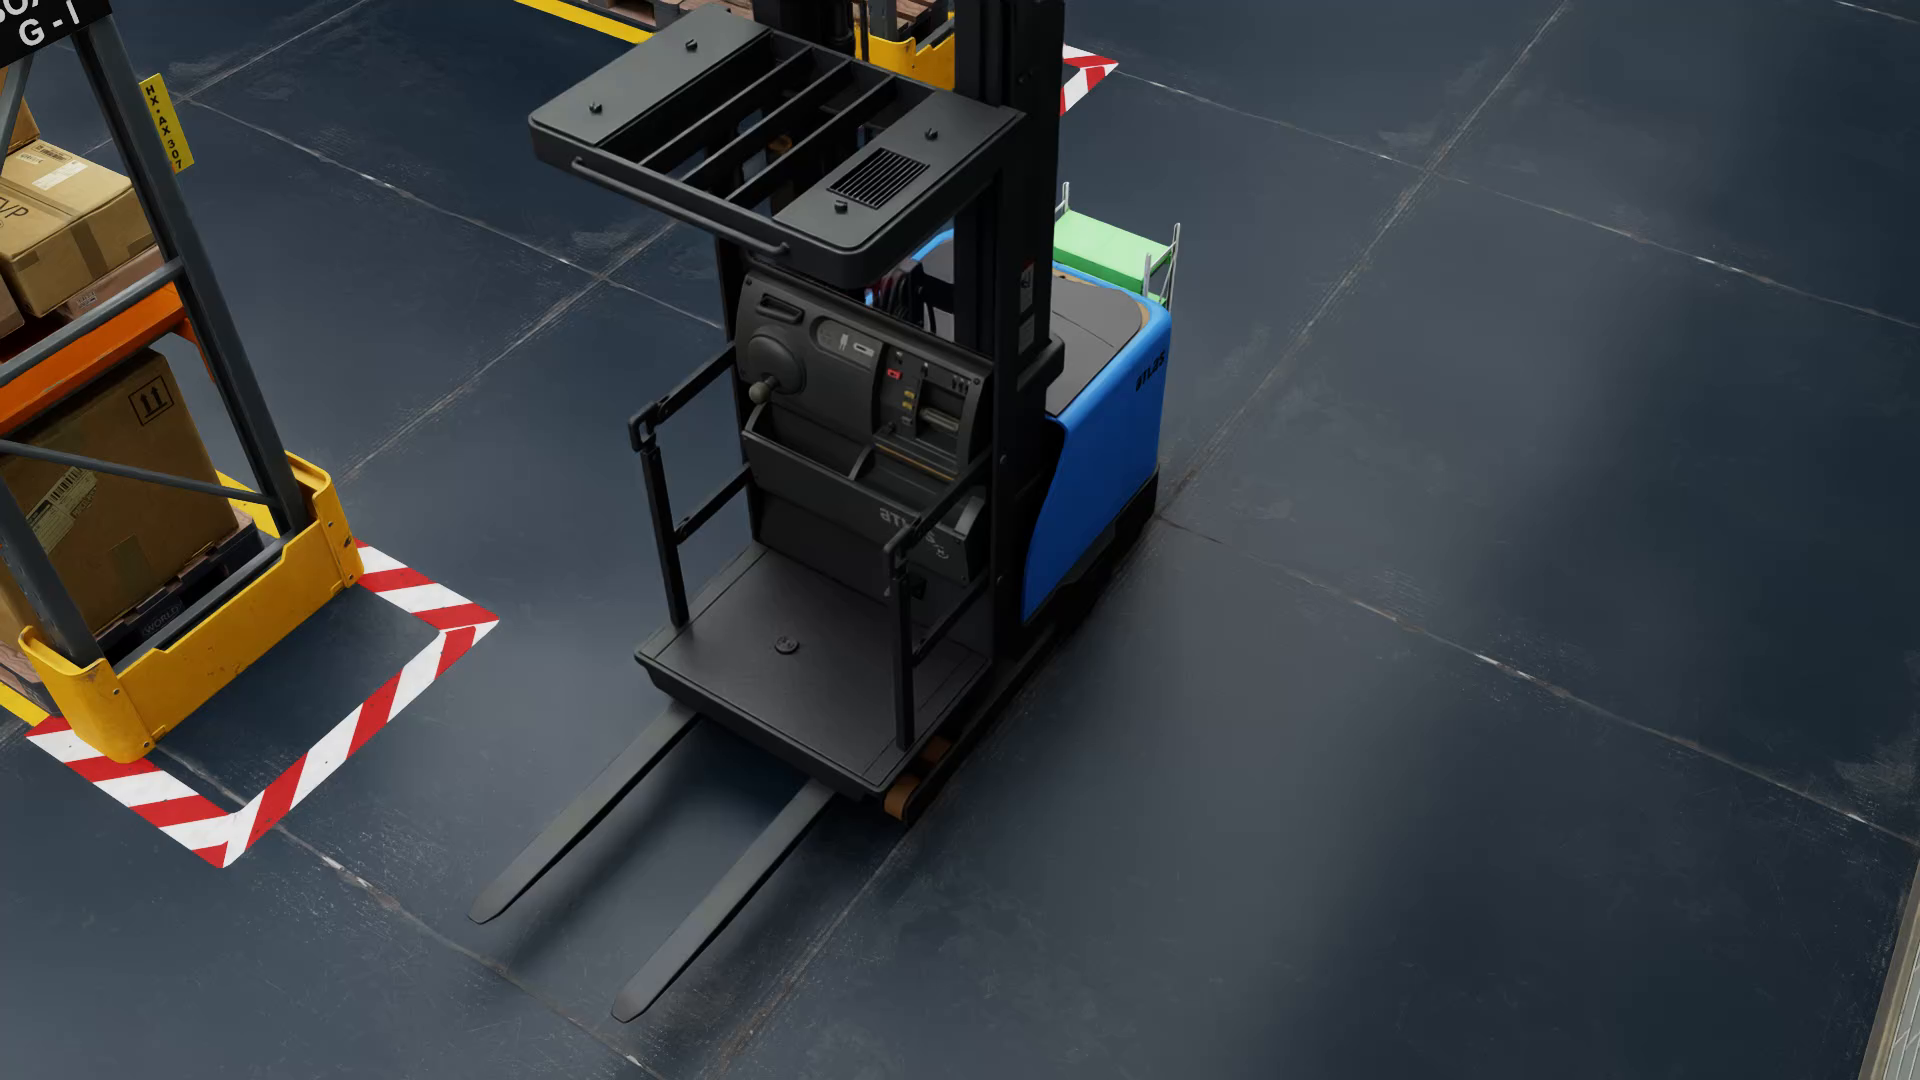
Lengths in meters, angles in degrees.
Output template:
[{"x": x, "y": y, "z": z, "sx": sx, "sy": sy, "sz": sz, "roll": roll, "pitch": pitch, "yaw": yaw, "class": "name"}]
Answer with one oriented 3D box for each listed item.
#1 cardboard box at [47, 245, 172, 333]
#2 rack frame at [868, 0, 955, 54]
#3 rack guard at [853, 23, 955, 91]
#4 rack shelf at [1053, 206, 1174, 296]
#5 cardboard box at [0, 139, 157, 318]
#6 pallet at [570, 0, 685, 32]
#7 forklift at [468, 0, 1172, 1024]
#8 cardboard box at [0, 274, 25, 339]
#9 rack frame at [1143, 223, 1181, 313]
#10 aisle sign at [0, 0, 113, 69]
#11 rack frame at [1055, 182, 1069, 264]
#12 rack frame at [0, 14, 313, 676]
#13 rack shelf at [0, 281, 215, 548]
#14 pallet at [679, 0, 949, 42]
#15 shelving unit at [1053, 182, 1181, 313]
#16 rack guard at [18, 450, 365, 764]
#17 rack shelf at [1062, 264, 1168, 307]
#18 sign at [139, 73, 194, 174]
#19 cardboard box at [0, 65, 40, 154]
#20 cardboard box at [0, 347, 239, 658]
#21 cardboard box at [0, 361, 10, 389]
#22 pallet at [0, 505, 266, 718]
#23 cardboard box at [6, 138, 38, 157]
[{"x": -2.950, "y": -0.901, "z": 5.709, "sx": 0.250, "sy": 0.149, "sz": 0.380, "roll": 25, "pitch": 51, "yaw": 23, "class": "cardboard box"}, {"x": -0.155, "y": -3.642, "z": 8.198, "sx": 0.127, "sy": 3.000, "sz": 1.000, "roll": 25, "pitch": 51, "yaw": 22, "class": "rack frame"}, {"x": -0.128, "y": -2.770, "z": 9.093, "sx": 0.348, "sy": 0.500, "sz": 1.175, "roll": 25, "pitch": 51, "yaw": 22, "class": "rack guard"}, {"x": 0.551, "y": -1.084, "z": 6.386, "sx": 0.480, "sy": 0.148, "sz": 0.258, "roll": 26, "pitch": 51, "yaw": 23, "class": "rack shelf"}, {"x": -3.087, "y": -1.052, "z": 5.578, "sx": 0.500, "sy": 0.250, "sz": 0.500, "roll": 23, "pitch": 50, "yaw": 21, "class": "cardboard box"}, {"x": -1.851, "y": -3.486, "z": 9.990, "sx": 1.213, "sy": 0.211, "sz": 1.003, "roll": 25, "pitch": 51, "yaw": 22, "class": "pallet"}, {"x": -0.445, "y": -0.440, "z": 5.134, "sx": 1.130, "sy": 2.935, "sz": 3.031, "roll": 26, "pitch": 51, "yaw": 23, "class": "forklift"}, {"x": -3.380, "y": -0.731, "z": 5.266, "sx": 0.500, "sy": 0.250, "sz": 0.500, "roll": 24, "pitch": 50, "yaw": 22, "class": "cardboard box"}, {"x": 0.753, "y": -0.696, "z": 6.590, "sx": 0.015, "sy": 1.200, "sz": 0.240, "roll": 26, "pitch": 51, "yaw": 23, "class": "rack frame"}, {"x": -2.606, "y": -1.711, "z": 4.509, "sx": 0.004, "sy": 0.787, "sz": 0.394, "roll": 25, "pitch": 51, "yaw": 22, "class": "aisle sign"}, {"x": 0.348, "y": -0.891, "z": 6.779, "sx": 0.015, "sy": 1.200, "sz": 0.240, "roll": 26, "pitch": 51, "yaw": 23, "class": "rack frame"}, {"x": -2.829, "y": -0.652, "z": 5.292, "sx": 0.127, "sy": 3.000, "sz": 1.000, "roll": 25, "pitch": 51, "yaw": 22, "class": "rack frame"}, {"x": -4.512, "y": -1.176, "z": 6.303, "sx": 4.000, "sy": 0.370, "sz": 1.077, "roll": 25, "pitch": 51, "yaw": 22, "class": "rack shelf"}, {"x": -0.828, "y": -3.013, "z": 9.531, "sx": 1.213, "sy": 0.211, "sz": 1.003, "roll": 25, "pitch": 51, "yaw": 22, "class": "pallet"}, {"x": 0.551, "y": -0.794, "z": 6.685, "sx": 0.503, "sy": 1.200, "sz": 0.258, "roll": 26, "pitch": 51, "yaw": 23, "class": "shelving unit"}, {"x": -2.809, "y": 0.228, "z": 6.180, "sx": 0.348, "sy": 0.500, "sz": 1.175, "roll": 25, "pitch": 51, "yaw": 22, "class": "rack guard"}, {"x": 0.551, "y": -0.917, "z": 6.558, "sx": 0.480, "sy": 0.148, "sz": 0.258, "roll": 26, "pitch": 51, "yaw": 23, "class": "rack shelf"}, {"x": -2.524, "y": -1.314, "z": 5.277, "sx": 0.005, "sy": 0.325, "sz": 0.100, "roll": 25, "pitch": 51, "yaw": 22, "class": "sign"}, {"x": -3.508, "y": -1.507, "z": 5.497, "sx": 0.500, "sy": 0.500, "sz": 0.500, "roll": 24, "pitch": 50, "yaw": 21, "class": "cardboard box"}, {"x": -3.411, "y": -0.258, "z": 6.097, "sx": 0.875, "sy": 0.875, "sz": 0.875, "roll": 25, "pitch": 51, "yaw": 22, "class": "cardboard box"}, {"x": -3.307, "y": -0.504, "z": 5.323, "sx": 0.250, "sy": 0.149, "sz": 0.380, "roll": 26, "pitch": 51, "yaw": 23, "class": "cardboard box"}, {"x": -3.544, "y": 0.057, "z": 6.547, "sx": 1.213, "sy": 0.211, "sz": 1.003, "roll": 25, "pitch": 51, "yaw": 22, "class": "pallet"}, {"x": -3.528, "y": -1.250, "z": 5.770, "sx": 0.500, "sy": 0.250, "sz": 0.500, "roll": 24, "pitch": 51, "yaw": 22, "class": "cardboard box"}]
